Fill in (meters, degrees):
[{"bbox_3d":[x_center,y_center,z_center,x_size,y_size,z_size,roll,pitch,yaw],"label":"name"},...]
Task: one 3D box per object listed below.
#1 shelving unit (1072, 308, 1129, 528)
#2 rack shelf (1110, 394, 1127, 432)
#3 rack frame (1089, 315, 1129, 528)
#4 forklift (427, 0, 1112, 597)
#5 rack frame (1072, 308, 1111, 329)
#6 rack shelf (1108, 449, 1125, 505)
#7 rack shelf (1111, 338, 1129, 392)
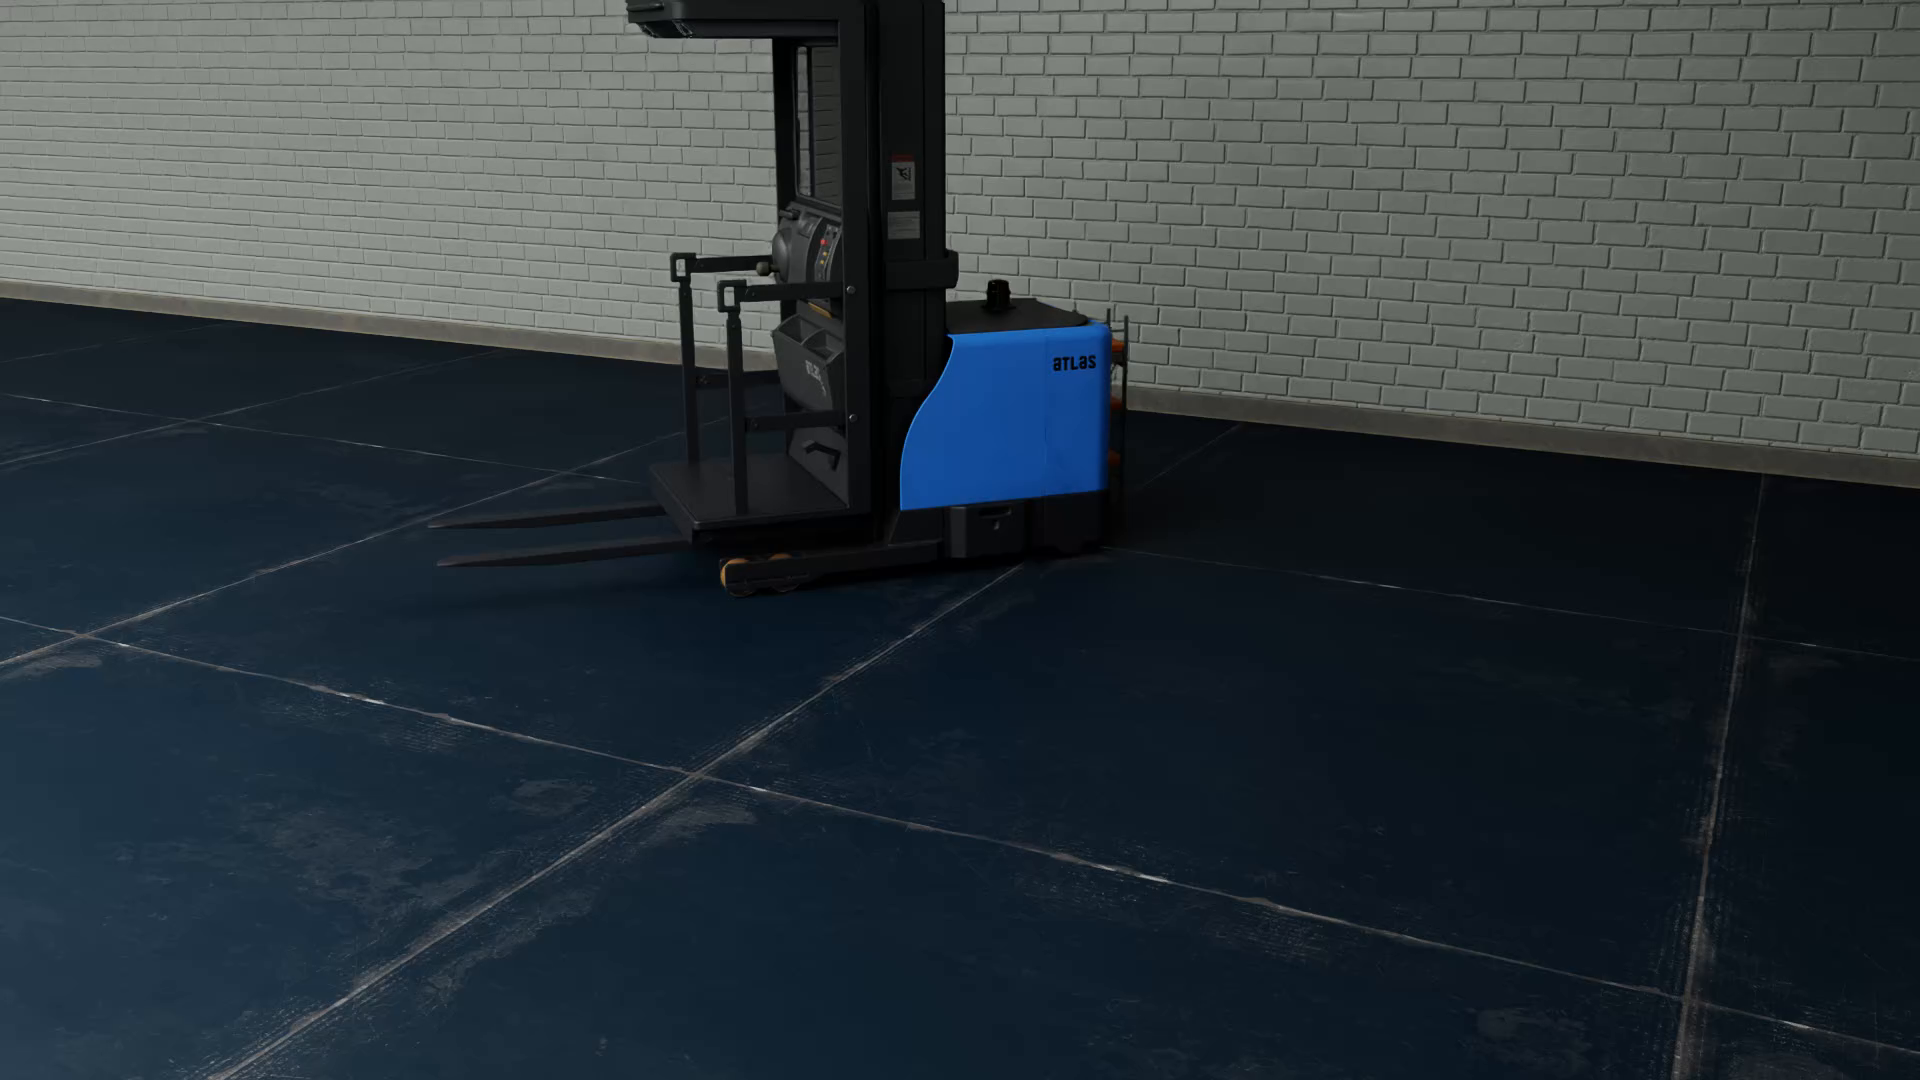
[{"bbox_3d":[0.675,-0.595,8.179,0.215,1.050,0.252,-4,17,-15],"label":"shelving unit"},{"bbox_3d":[0.675,-0.585,8.182,0.215,0.259,0.240,-4,17,-15],"label":"rack shelf"},{"bbox_3d":[0.708,-0.562,8.066,0.200,1.050,0.008,-4,17,-15],"label":"rack frame"},{"bbox_3d":[-0.865,-1.328,7.348,3.031,2.935,1.130,-6,18,-20],"label":"forklift"},{"bbox_3d":[0.643,-0.627,8.292,0.200,1.050,0.008,-4,17,-15],"label":"rack frame"},{"bbox_3d":[0.676,-0.318,8.260,0.215,0.259,0.240,-4,17,-15],"label":"rack shelf"},{"bbox_3d":[0.675,-0.857,8.103,0.215,0.259,0.240,-4,17,-15],"label":"rack shelf"}]
